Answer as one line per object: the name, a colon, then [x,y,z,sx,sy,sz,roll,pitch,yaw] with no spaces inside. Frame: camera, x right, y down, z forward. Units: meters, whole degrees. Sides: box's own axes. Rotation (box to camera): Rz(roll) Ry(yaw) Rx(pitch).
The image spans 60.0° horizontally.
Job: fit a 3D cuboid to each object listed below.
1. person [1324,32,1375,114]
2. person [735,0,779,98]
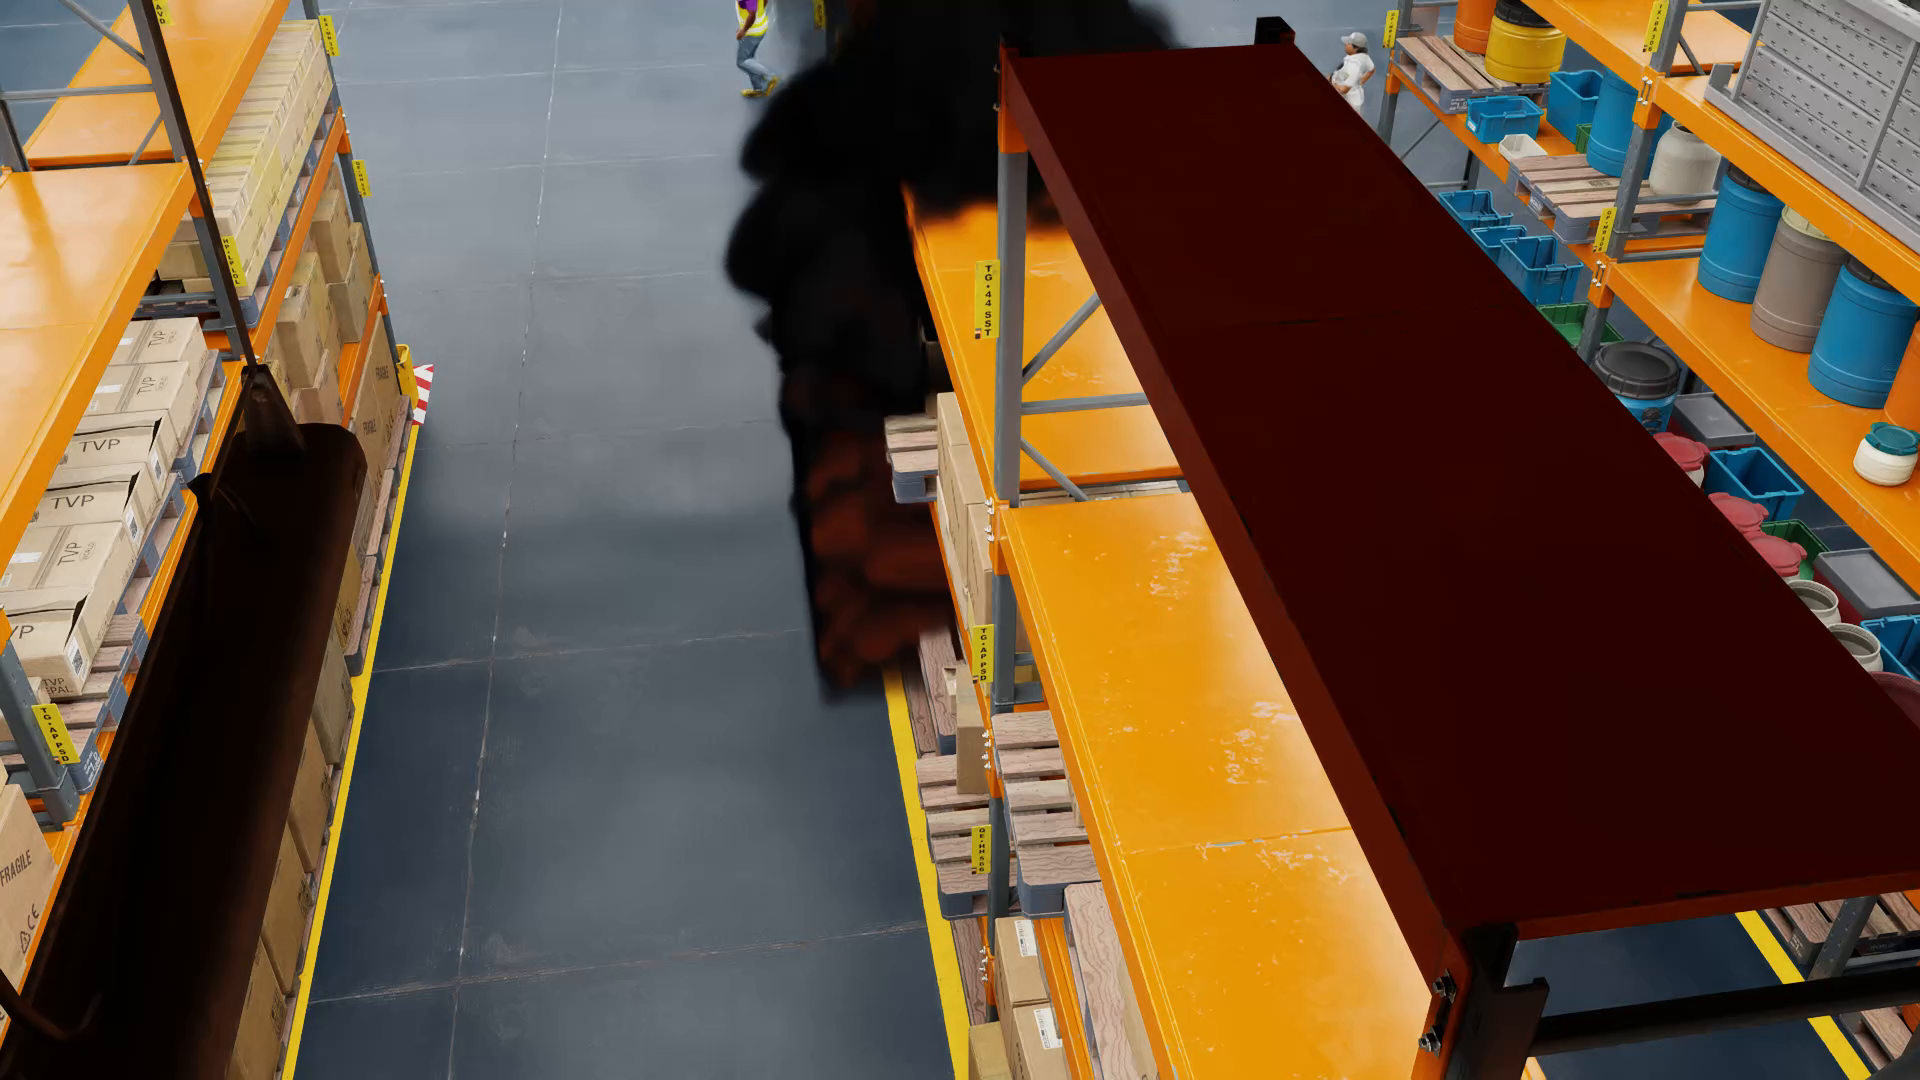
person: [4.352,-4.888,18.682,0.940,1.647,0.610,11,38,14]
person: [-2.527,-6.331,20.611,0.581,1.728,0.720,7,37,10]
